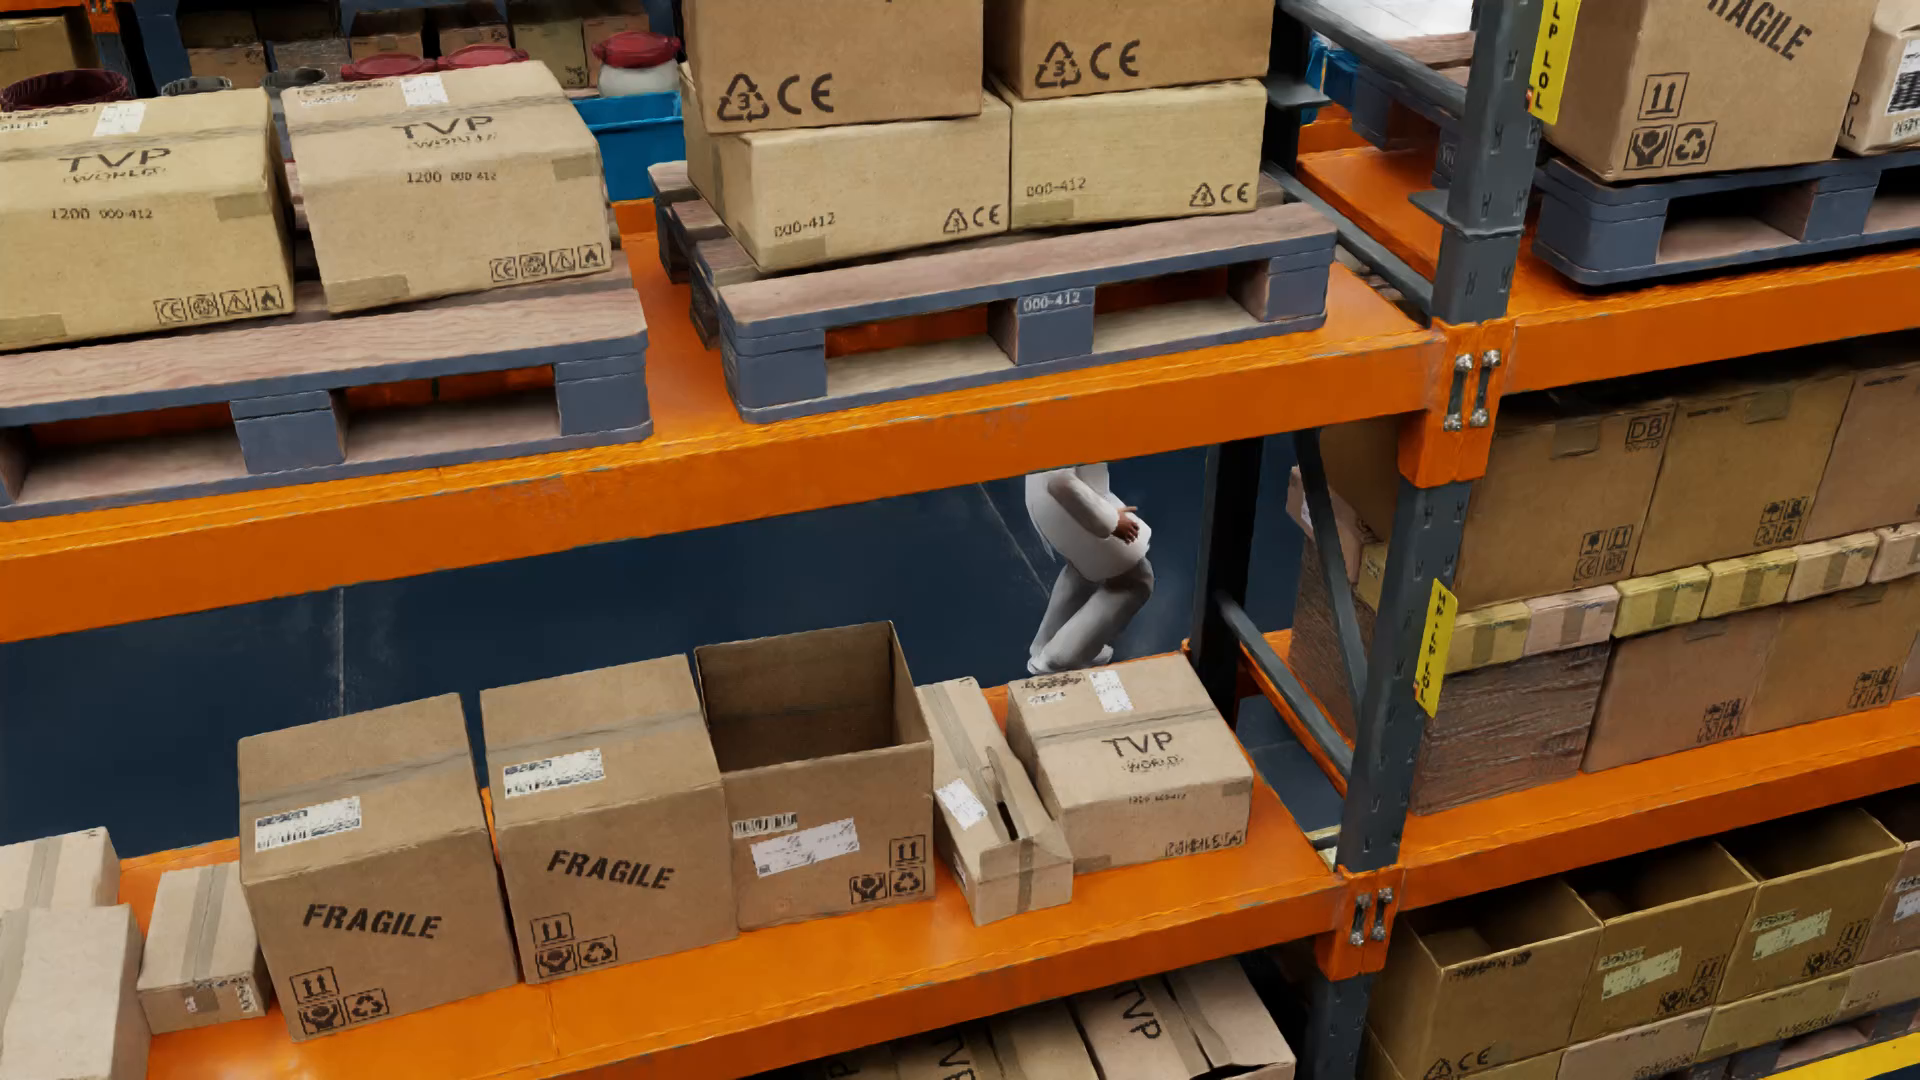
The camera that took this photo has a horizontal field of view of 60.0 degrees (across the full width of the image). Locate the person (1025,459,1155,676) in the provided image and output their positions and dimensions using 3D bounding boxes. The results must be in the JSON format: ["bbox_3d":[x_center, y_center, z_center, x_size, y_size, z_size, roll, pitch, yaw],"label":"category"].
[{"bbox_3d":[0.462,-0.149,6.409,0.519,1.749,0.786,-10,35,-14],"label":"person"}]
